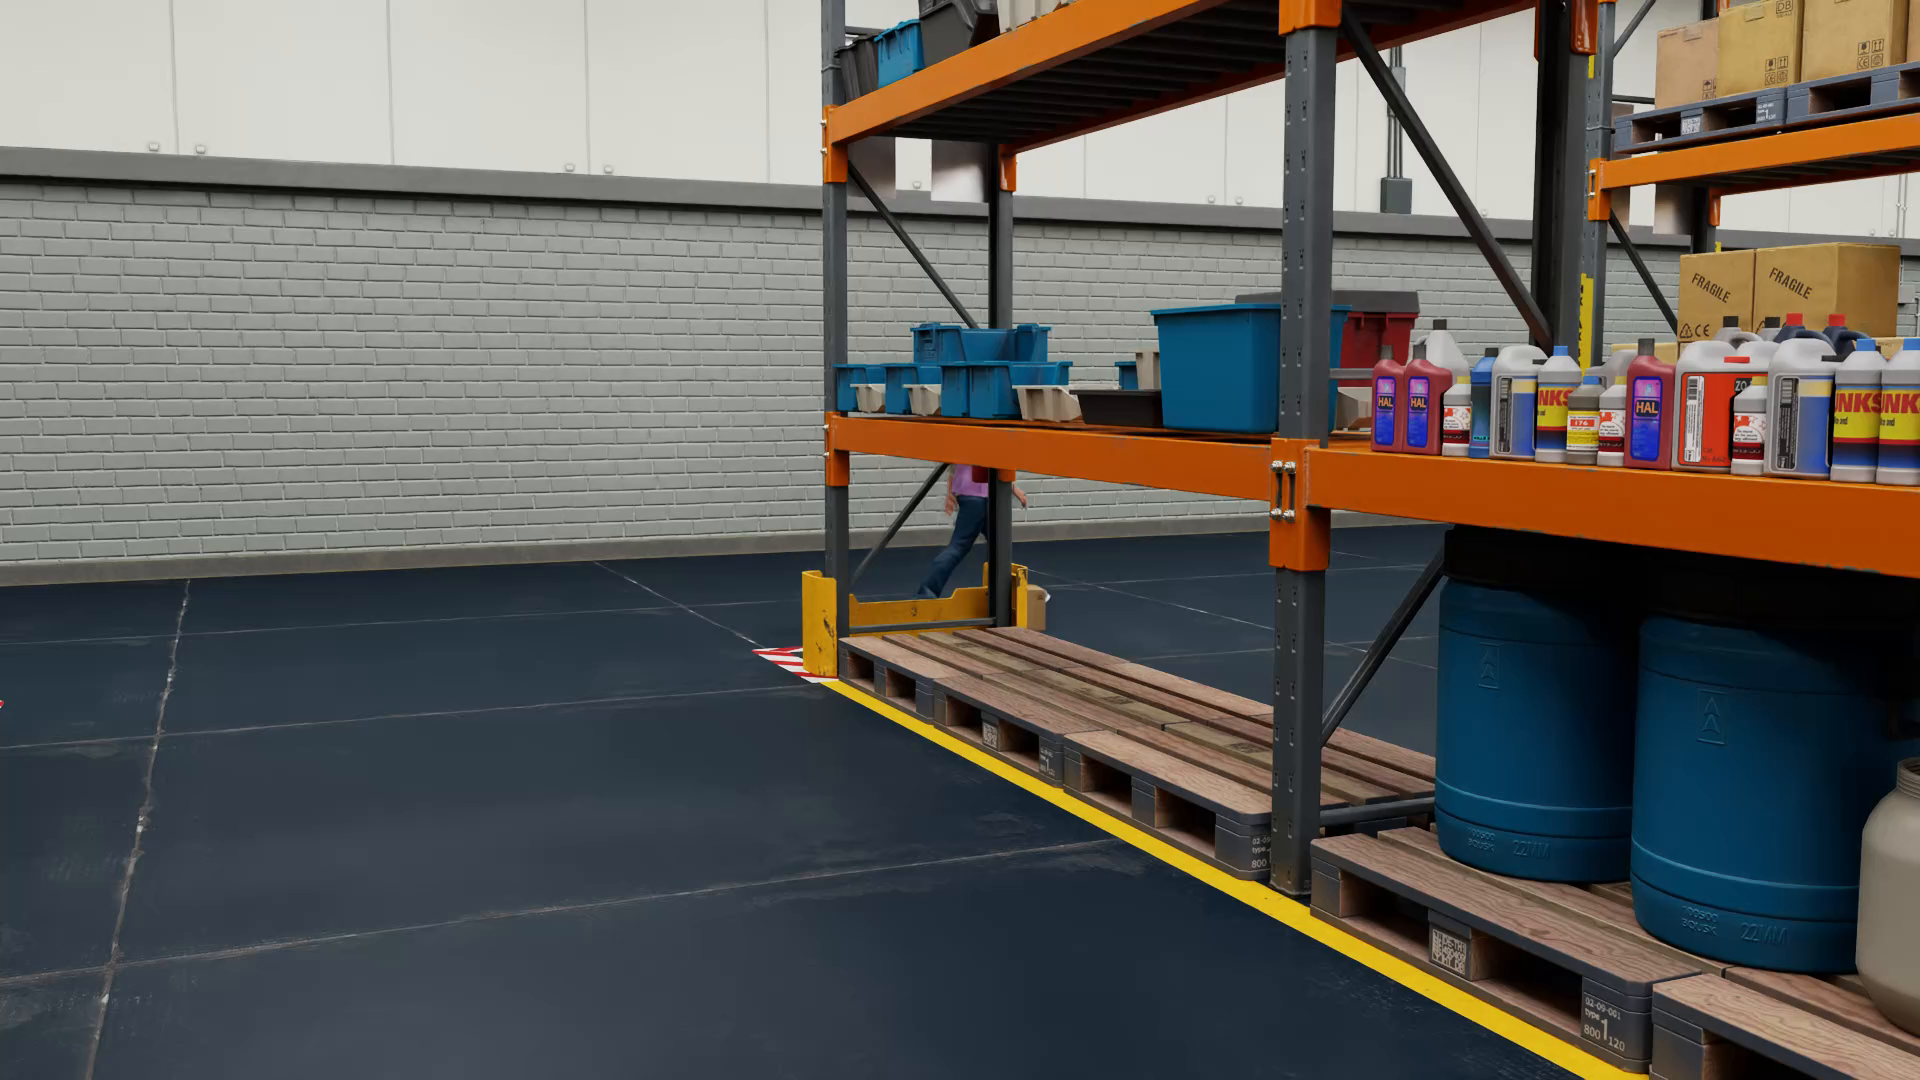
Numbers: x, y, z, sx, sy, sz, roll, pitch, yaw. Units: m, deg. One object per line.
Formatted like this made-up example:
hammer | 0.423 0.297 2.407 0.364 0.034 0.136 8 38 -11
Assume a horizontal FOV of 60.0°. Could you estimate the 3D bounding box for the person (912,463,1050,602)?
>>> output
person | 0.152 -0.286 10.042 0.959 1.535 0.457 -2 6 -15
